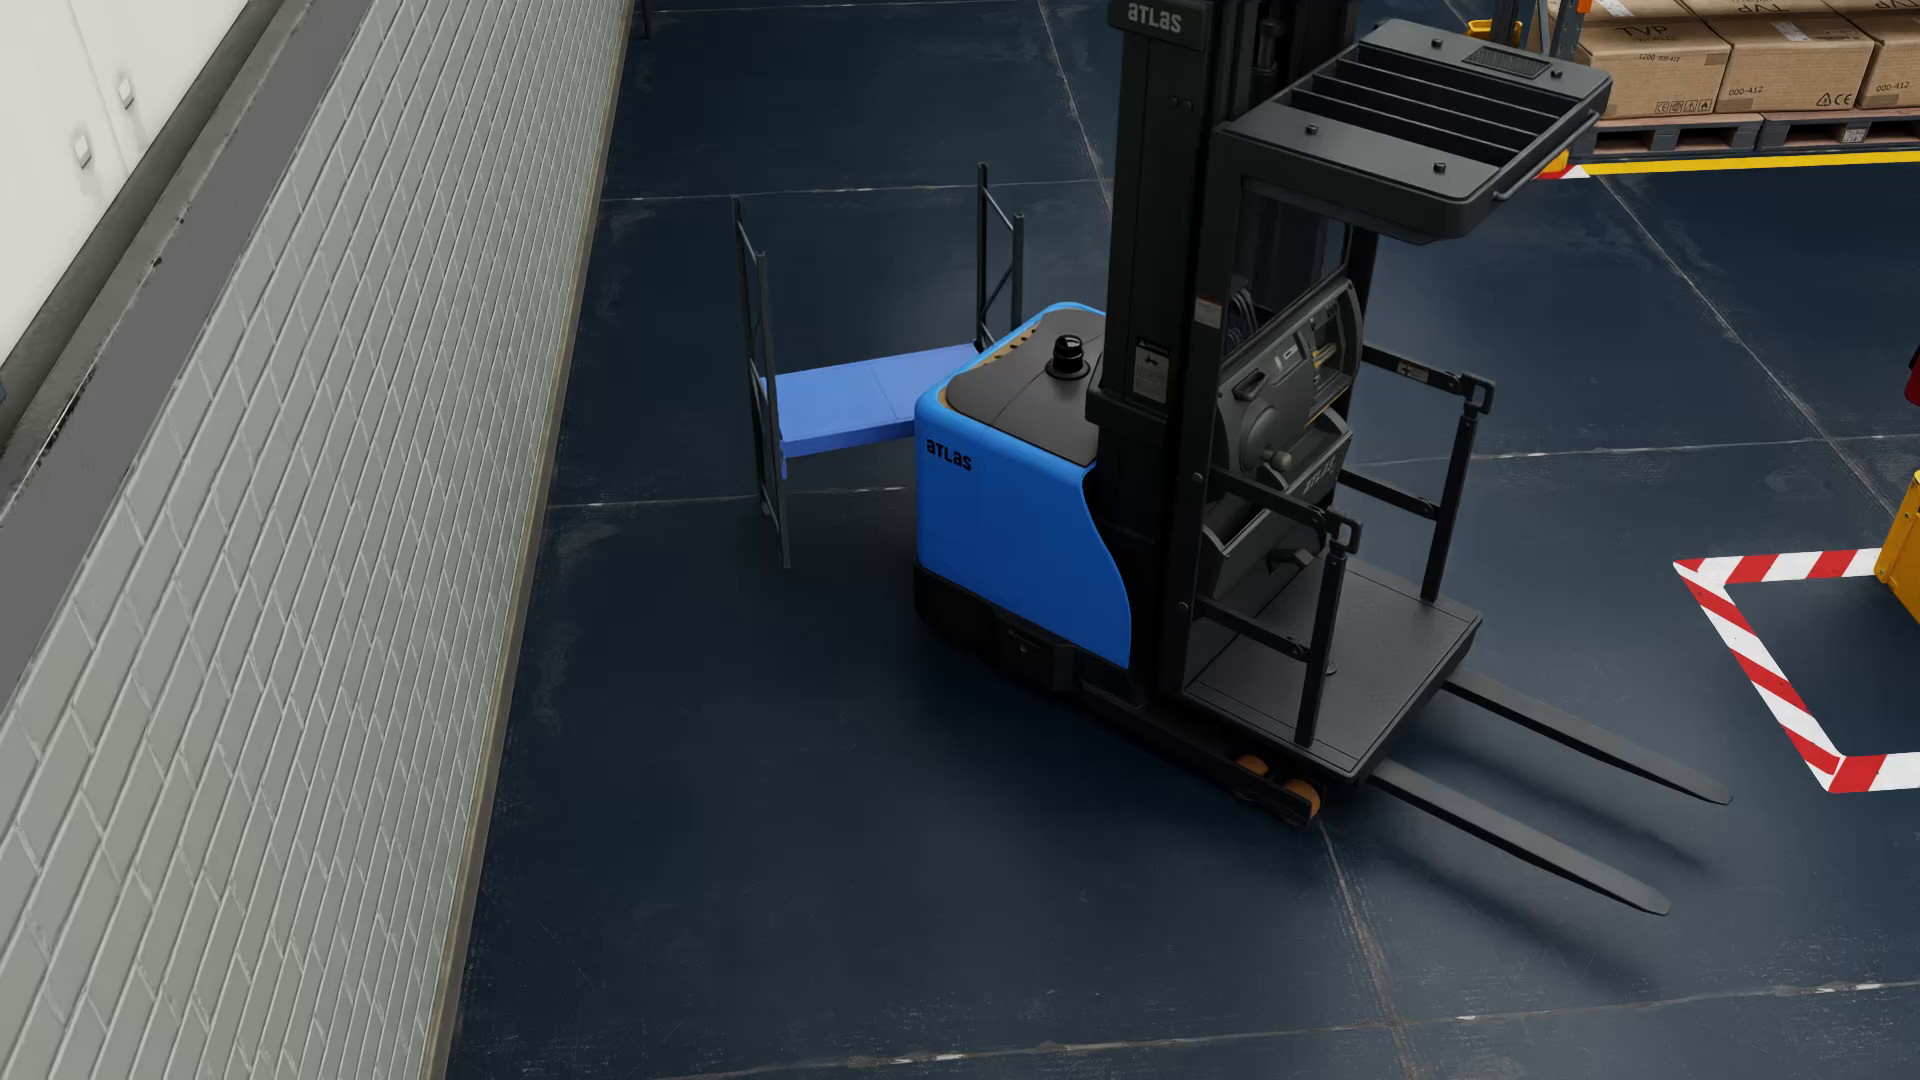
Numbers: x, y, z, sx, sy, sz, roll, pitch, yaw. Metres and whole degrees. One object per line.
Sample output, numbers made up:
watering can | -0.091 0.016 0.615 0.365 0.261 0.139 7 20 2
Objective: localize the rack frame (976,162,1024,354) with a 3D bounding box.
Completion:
rack frame | 0.160 -0.802 7.055 0.032 1.500 0.500 -11 40 -14

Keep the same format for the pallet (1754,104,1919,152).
pallet | 5.492 -2.827 10.662 1.213 0.211 1.003 -3 38 -4

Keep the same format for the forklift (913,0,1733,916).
forklift | 1.286 -0.505 5.524 3.031 2.935 1.130 26 45 29

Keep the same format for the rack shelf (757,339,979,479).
rack shelf | -0.326 -0.567 7.048 1.000 0.185 0.538 -11 40 -14

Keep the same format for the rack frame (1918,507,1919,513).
rack frame | 4.029 -0.716 5.736 0.127 3.000 1.000 -3 38 -4

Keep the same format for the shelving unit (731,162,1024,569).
shelving unit | -0.326 -0.708 6.936 1.048 1.500 0.538 -11 40 -14

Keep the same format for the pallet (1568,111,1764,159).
pallet | 4.279 -2.762 10.580 1.213 0.211 1.003 -3 38 -4

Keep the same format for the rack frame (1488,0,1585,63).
rack frame | 3.490 -3.764 9.599 0.127 3.000 1.000 -3 38 -4

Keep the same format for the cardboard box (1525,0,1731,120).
cardboard box | 4.138 -3.021 10.387 0.875 0.438 0.875 -4 38 -6

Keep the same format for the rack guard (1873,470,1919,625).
rack guard | 4.105 0.261 6.515 0.348 0.500 1.175 -3 38 -4

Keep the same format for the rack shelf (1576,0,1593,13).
rack shelf | 5.482 -3.592 9.961 4.000 0.370 1.077 -3 38 -4

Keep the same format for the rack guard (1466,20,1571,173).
rack guard | 3.466 -2.782 10.372 0.348 0.500 1.175 -3 38 -4

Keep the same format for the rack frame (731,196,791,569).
rack frame | -0.811 -0.614 6.818 0.032 1.500 0.500 -11 40 -14

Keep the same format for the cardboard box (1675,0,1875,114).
cardboard box | 5.049 -3.077 10.457 0.875 0.438 0.875 -2 38 -3

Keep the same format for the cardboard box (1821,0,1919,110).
cardboard box | 5.948 -3.125 10.519 0.875 0.438 0.875 -4 38 -5

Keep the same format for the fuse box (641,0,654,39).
fuse box | -2.165 -4.239 11.241 0.414 1.711 0.539 -3 38 -4

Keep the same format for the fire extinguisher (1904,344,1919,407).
fire extinguisher | 3.737 -0.810 6.218 0.183 0.674 0.296 -3 38 -4
